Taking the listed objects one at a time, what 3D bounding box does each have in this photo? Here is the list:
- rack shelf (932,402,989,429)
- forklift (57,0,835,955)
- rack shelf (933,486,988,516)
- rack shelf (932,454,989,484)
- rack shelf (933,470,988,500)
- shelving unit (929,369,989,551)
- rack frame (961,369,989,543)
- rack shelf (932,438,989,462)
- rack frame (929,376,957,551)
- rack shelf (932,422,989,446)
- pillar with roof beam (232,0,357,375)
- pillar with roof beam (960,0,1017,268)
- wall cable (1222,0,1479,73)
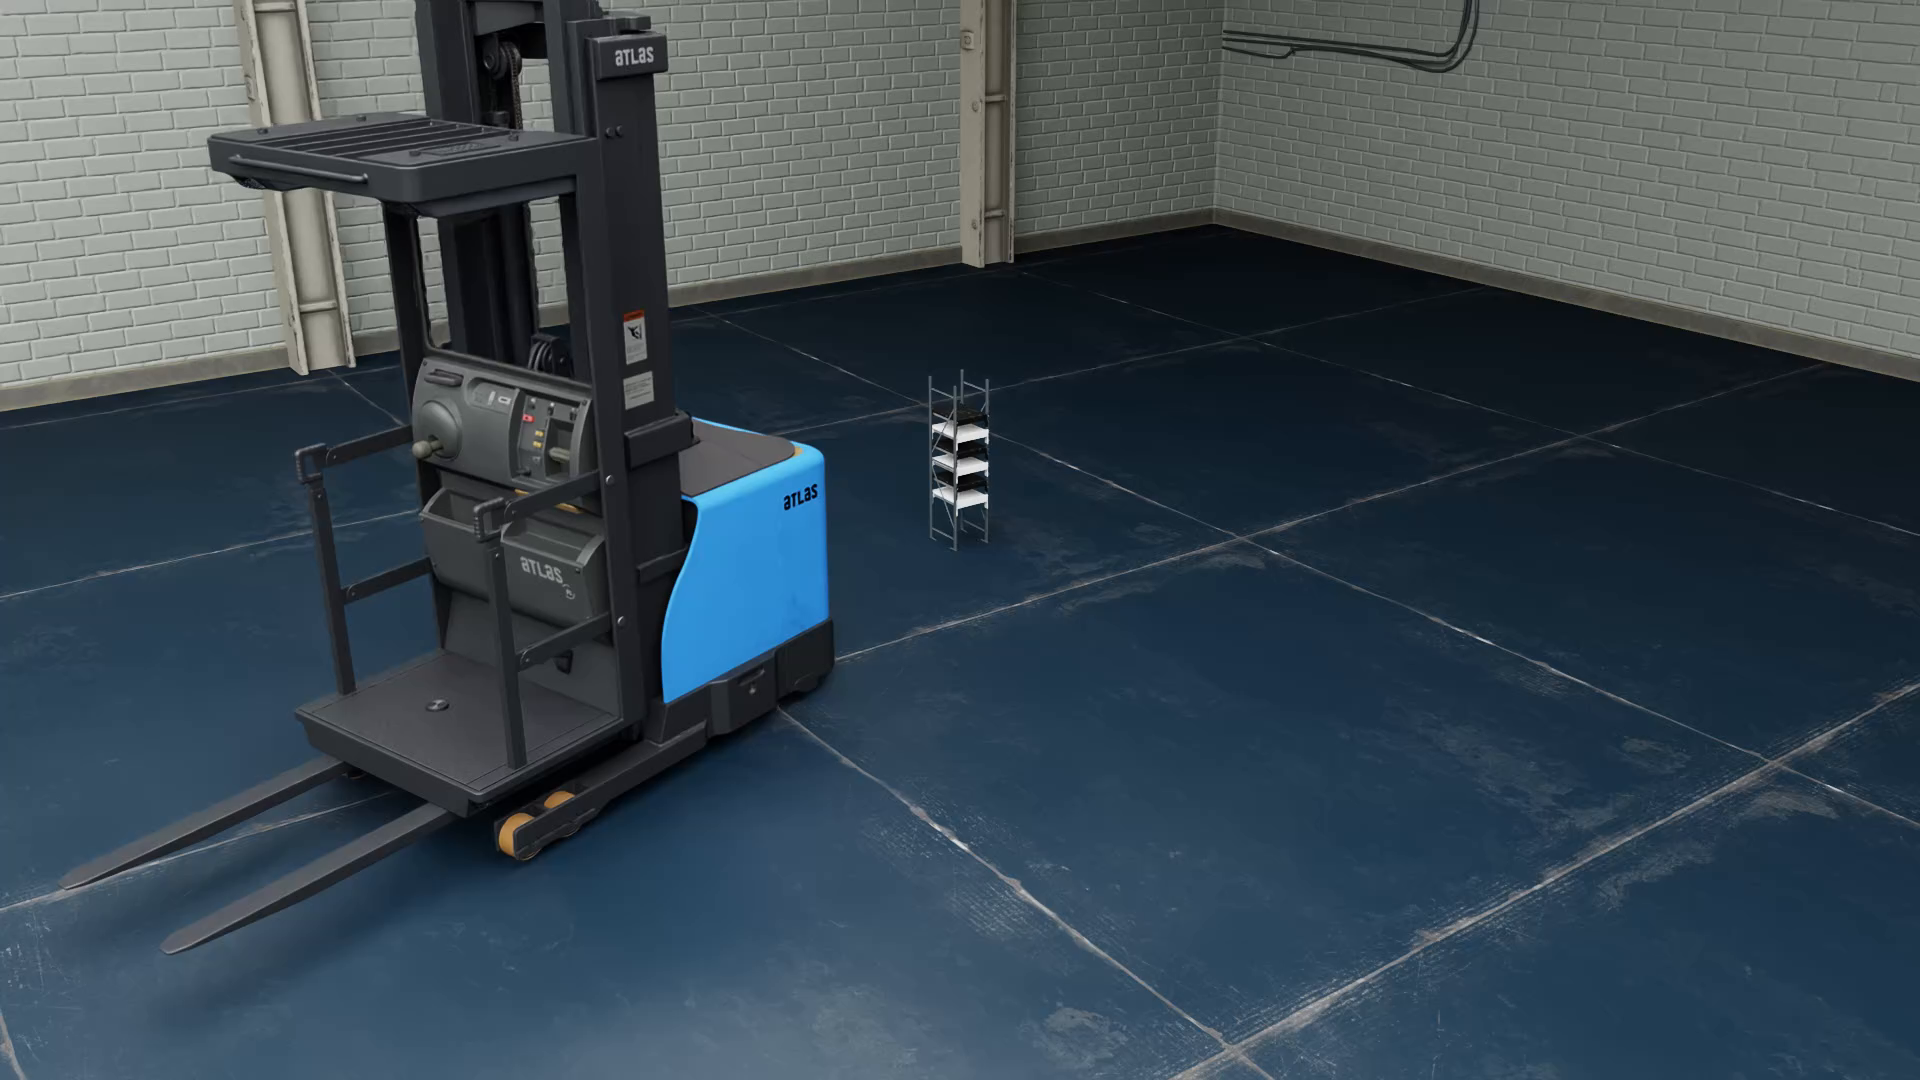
[{"bbox_3d":[-0.007,-0.636,8.637,0.200,0.077,0.258,-15,26,-33],"label":"rack shelf"},{"bbox_3d":[-1.819,-0.410,5.968,1.130,2.935,3.031,15,26,33],"label":"forklift"},{"bbox_3d":[-0.007,-0.218,8.804,0.200,0.077,0.258,-15,26,-33],"label":"rack shelf"},{"bbox_3d":[-0.007,-0.385,8.738,0.200,0.077,0.258,-15,26,-33],"label":"rack shelf"},{"bbox_3d":[-0.007,-0.302,8.771,0.200,0.077,0.258,-15,26,-33],"label":"rack shelf"},{"bbox_3d":[-0.007,-0.416,8.725,0.210,0.900,0.258,-15,26,-33],"label":"shelving unit"},{"bbox_3d":[0.076,-0.438,8.780,0.006,0.900,0.240,-15,26,-33],"label":"rack frame"},{"bbox_3d":[-0.007,-0.469,8.704,0.200,0.077,0.258,-15,26,-33],"label":"rack shelf"},{"bbox_3d":[-0.089,-0.394,8.670,0.006,0.900,0.240,-15,26,-33],"label":"rack frame"},{"bbox_3d":[-0.007,-0.552,8.671,0.200,0.077,0.258,-15,26,-33],"label":"rack shelf"},{"bbox_3d":[-2.105,-4.146,7.144,0.400,9.000,9.100,-15,26,-33],"label":"pillar with roof beam"},{"bbox_3d":[2.765,-5.444,10.398,0.400,9.000,9.100,-15,26,-33],"label":"pillar with roof beam"},{"bbox_3d":[3.415,-5.537,14.820,0.112,2.526,3.097,-15,26,-33],"label":"wall cable"}]
